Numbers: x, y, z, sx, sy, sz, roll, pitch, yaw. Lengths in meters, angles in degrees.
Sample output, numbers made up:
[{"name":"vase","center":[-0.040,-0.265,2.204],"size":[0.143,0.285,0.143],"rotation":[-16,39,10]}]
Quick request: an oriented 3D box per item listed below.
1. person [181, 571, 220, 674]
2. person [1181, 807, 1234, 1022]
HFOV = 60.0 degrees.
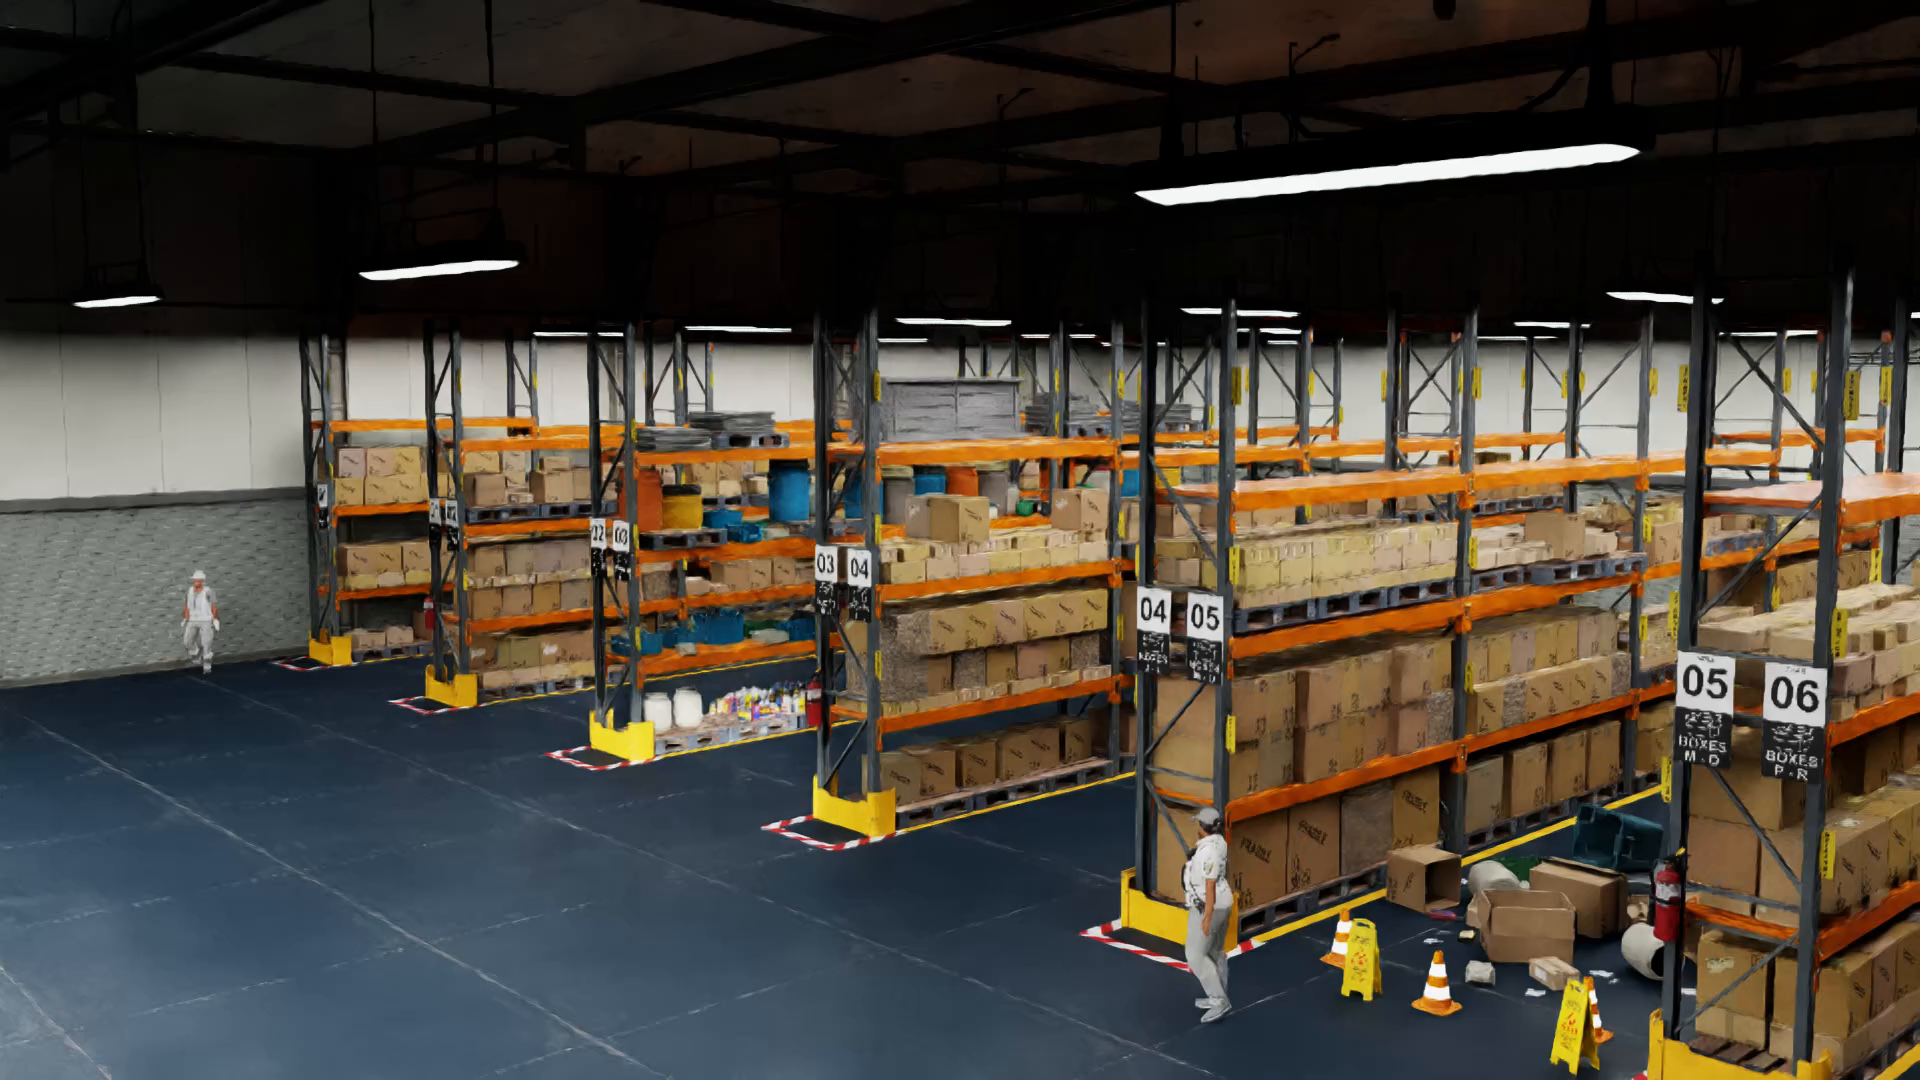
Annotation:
[{"name":"person","center":[-13.105,1.394,28.592],"size":[0.739,1.780,0.531],"rotation":[1,6,8]},{"name":"person","center":[2.004,2.985,13.386],"size":[0.421,1.658,0.602],"rotation":[2,6,20]}]
